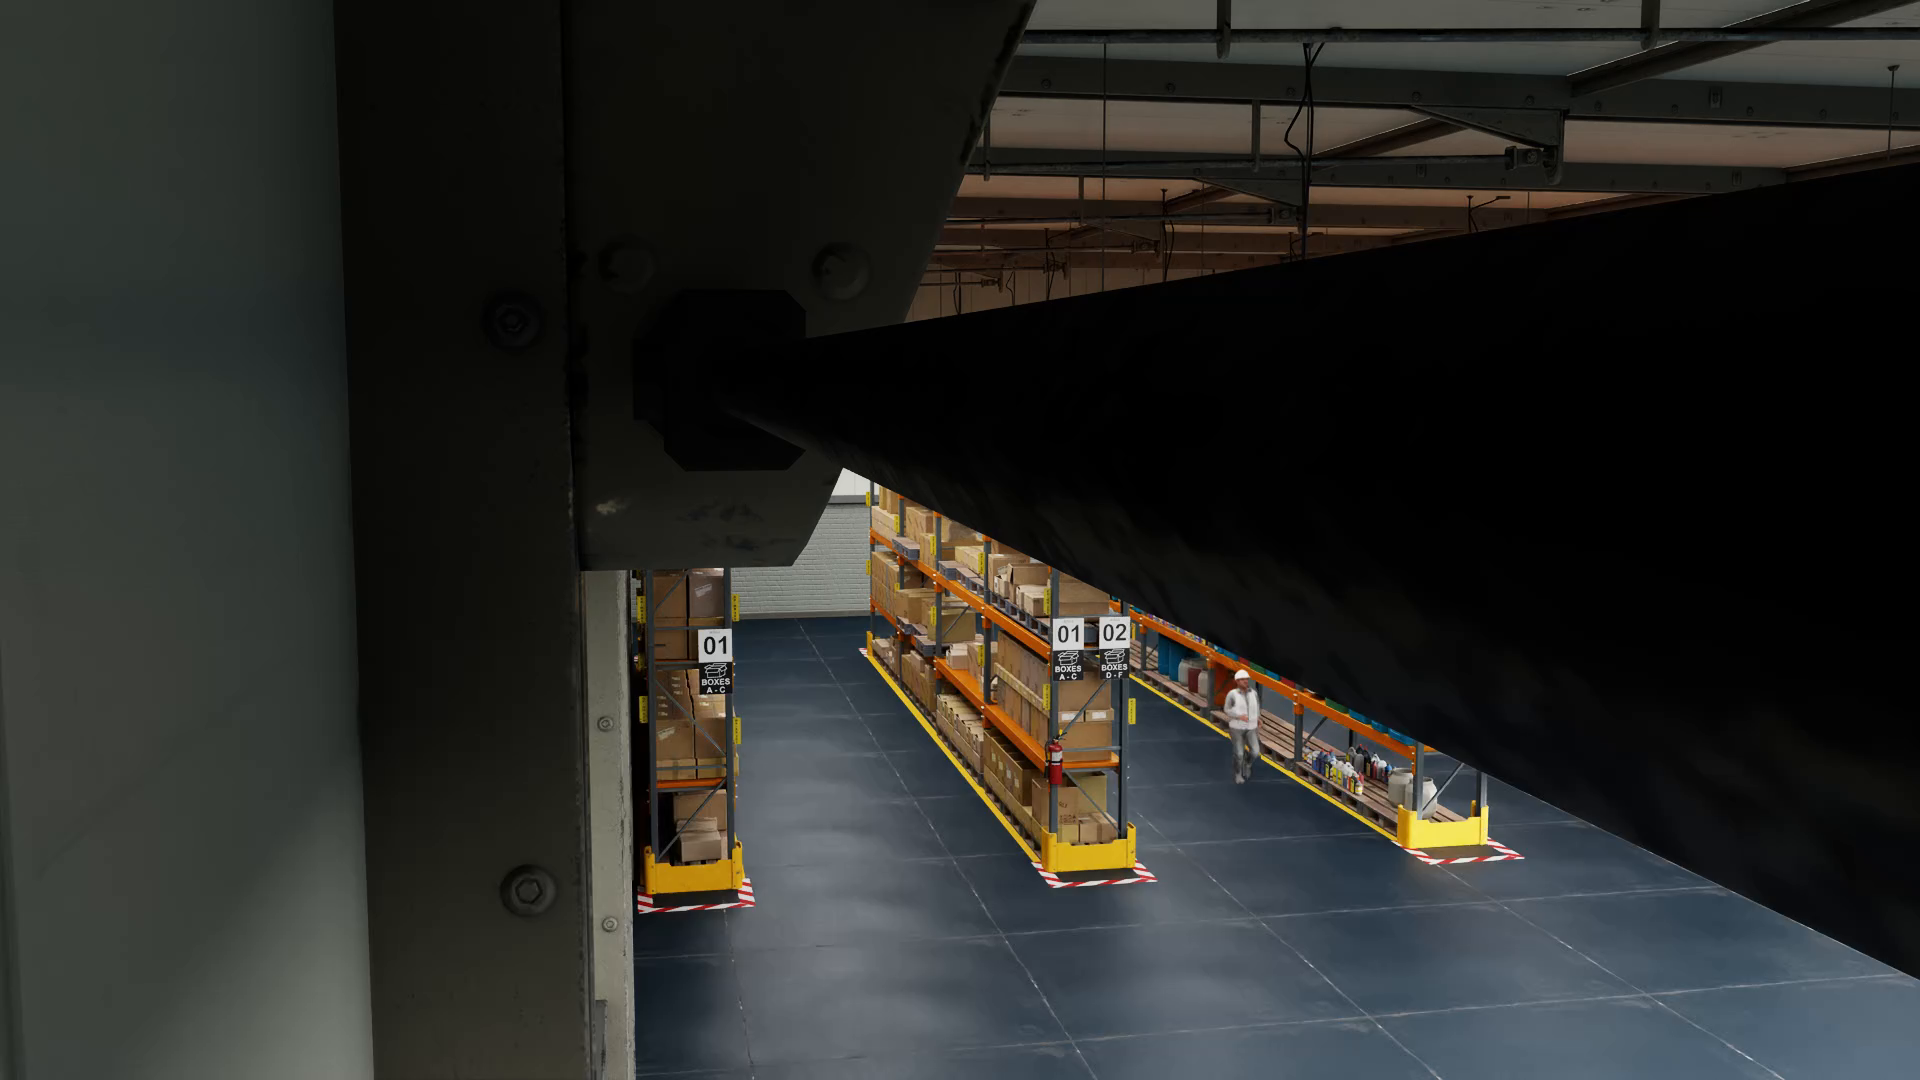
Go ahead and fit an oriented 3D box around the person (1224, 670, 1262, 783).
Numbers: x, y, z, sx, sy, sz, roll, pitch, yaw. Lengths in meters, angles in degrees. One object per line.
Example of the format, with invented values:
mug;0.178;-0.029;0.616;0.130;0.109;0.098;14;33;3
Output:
person;4.316;2.836;25.176;0.645;1.732;0.592;-1;6;-12
